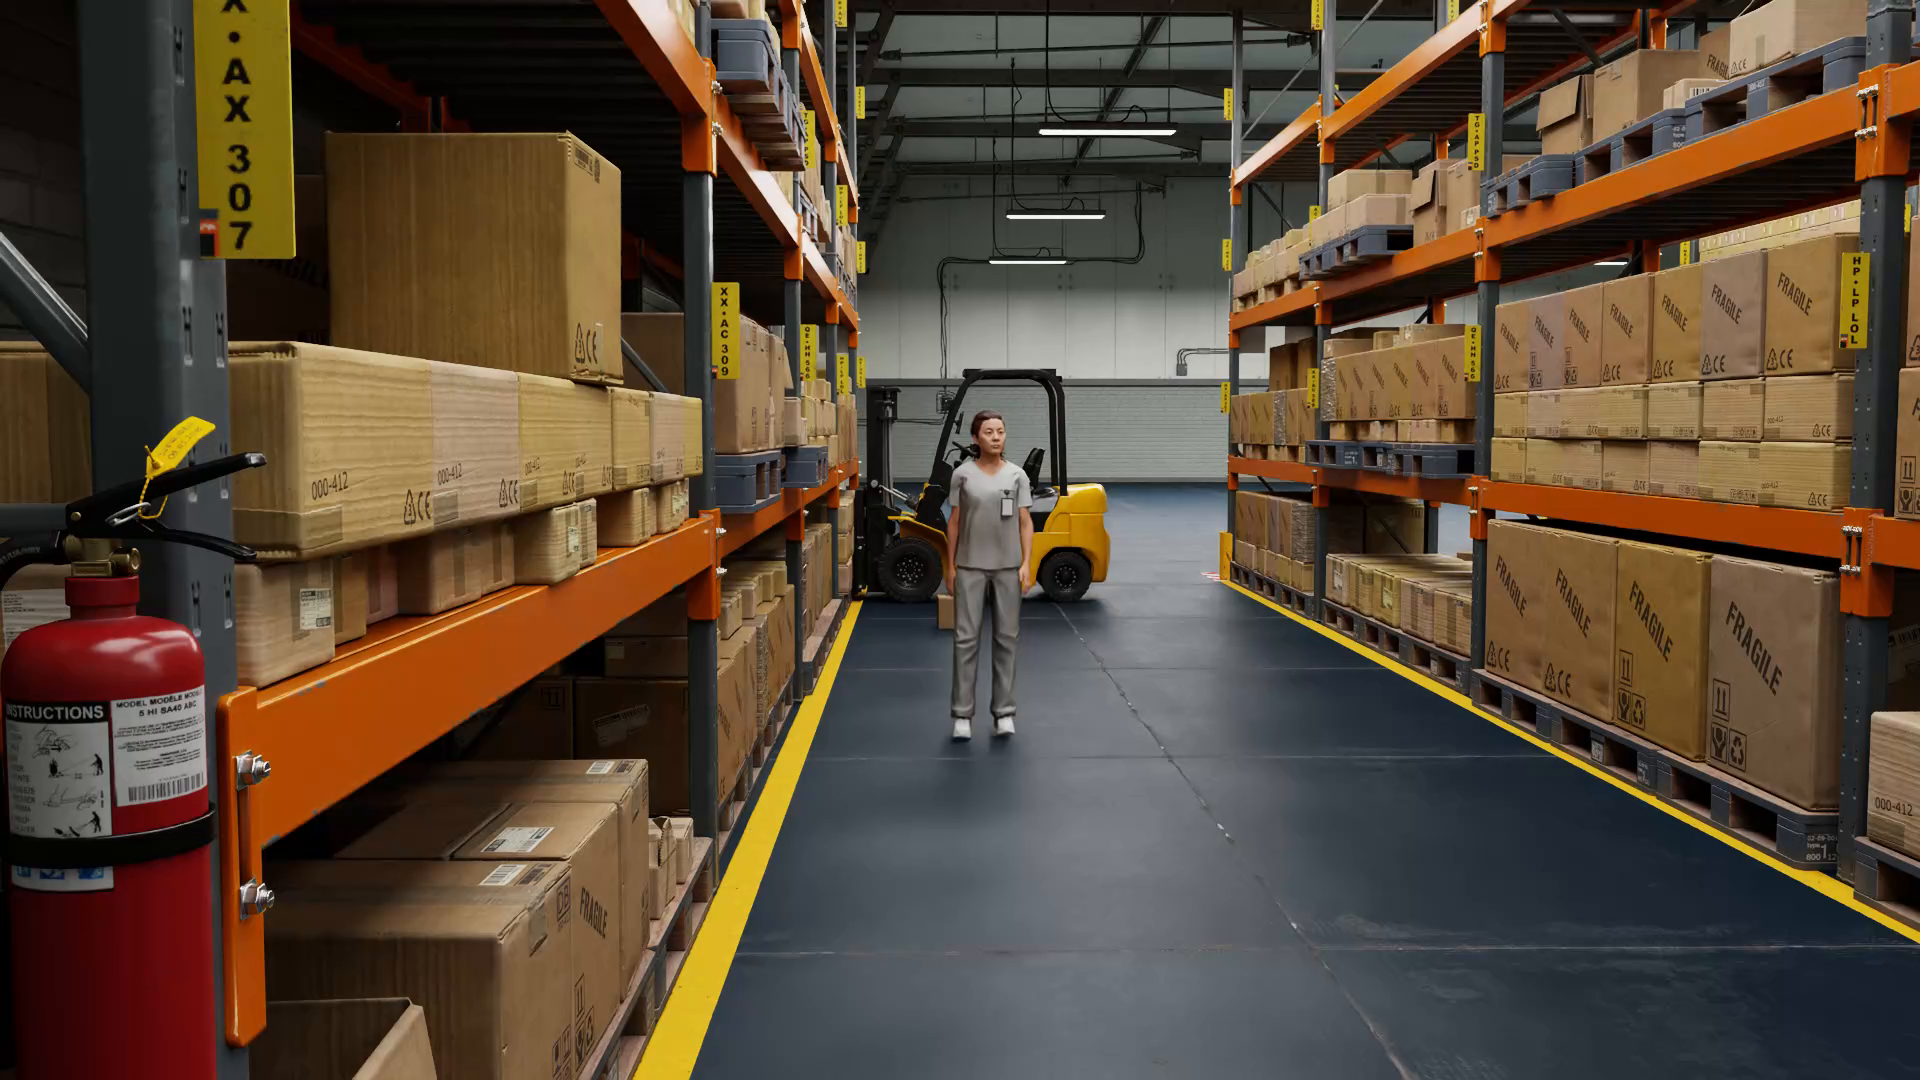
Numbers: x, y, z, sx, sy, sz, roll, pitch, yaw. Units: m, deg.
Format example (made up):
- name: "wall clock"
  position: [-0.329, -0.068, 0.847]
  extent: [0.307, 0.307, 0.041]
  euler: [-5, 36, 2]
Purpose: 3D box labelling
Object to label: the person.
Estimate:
- name: "person"
  position: [0.154, 0.167, 8.636]
  extent: [0.459, 1.683, 0.440]
  euler: [0, 4, -2]
